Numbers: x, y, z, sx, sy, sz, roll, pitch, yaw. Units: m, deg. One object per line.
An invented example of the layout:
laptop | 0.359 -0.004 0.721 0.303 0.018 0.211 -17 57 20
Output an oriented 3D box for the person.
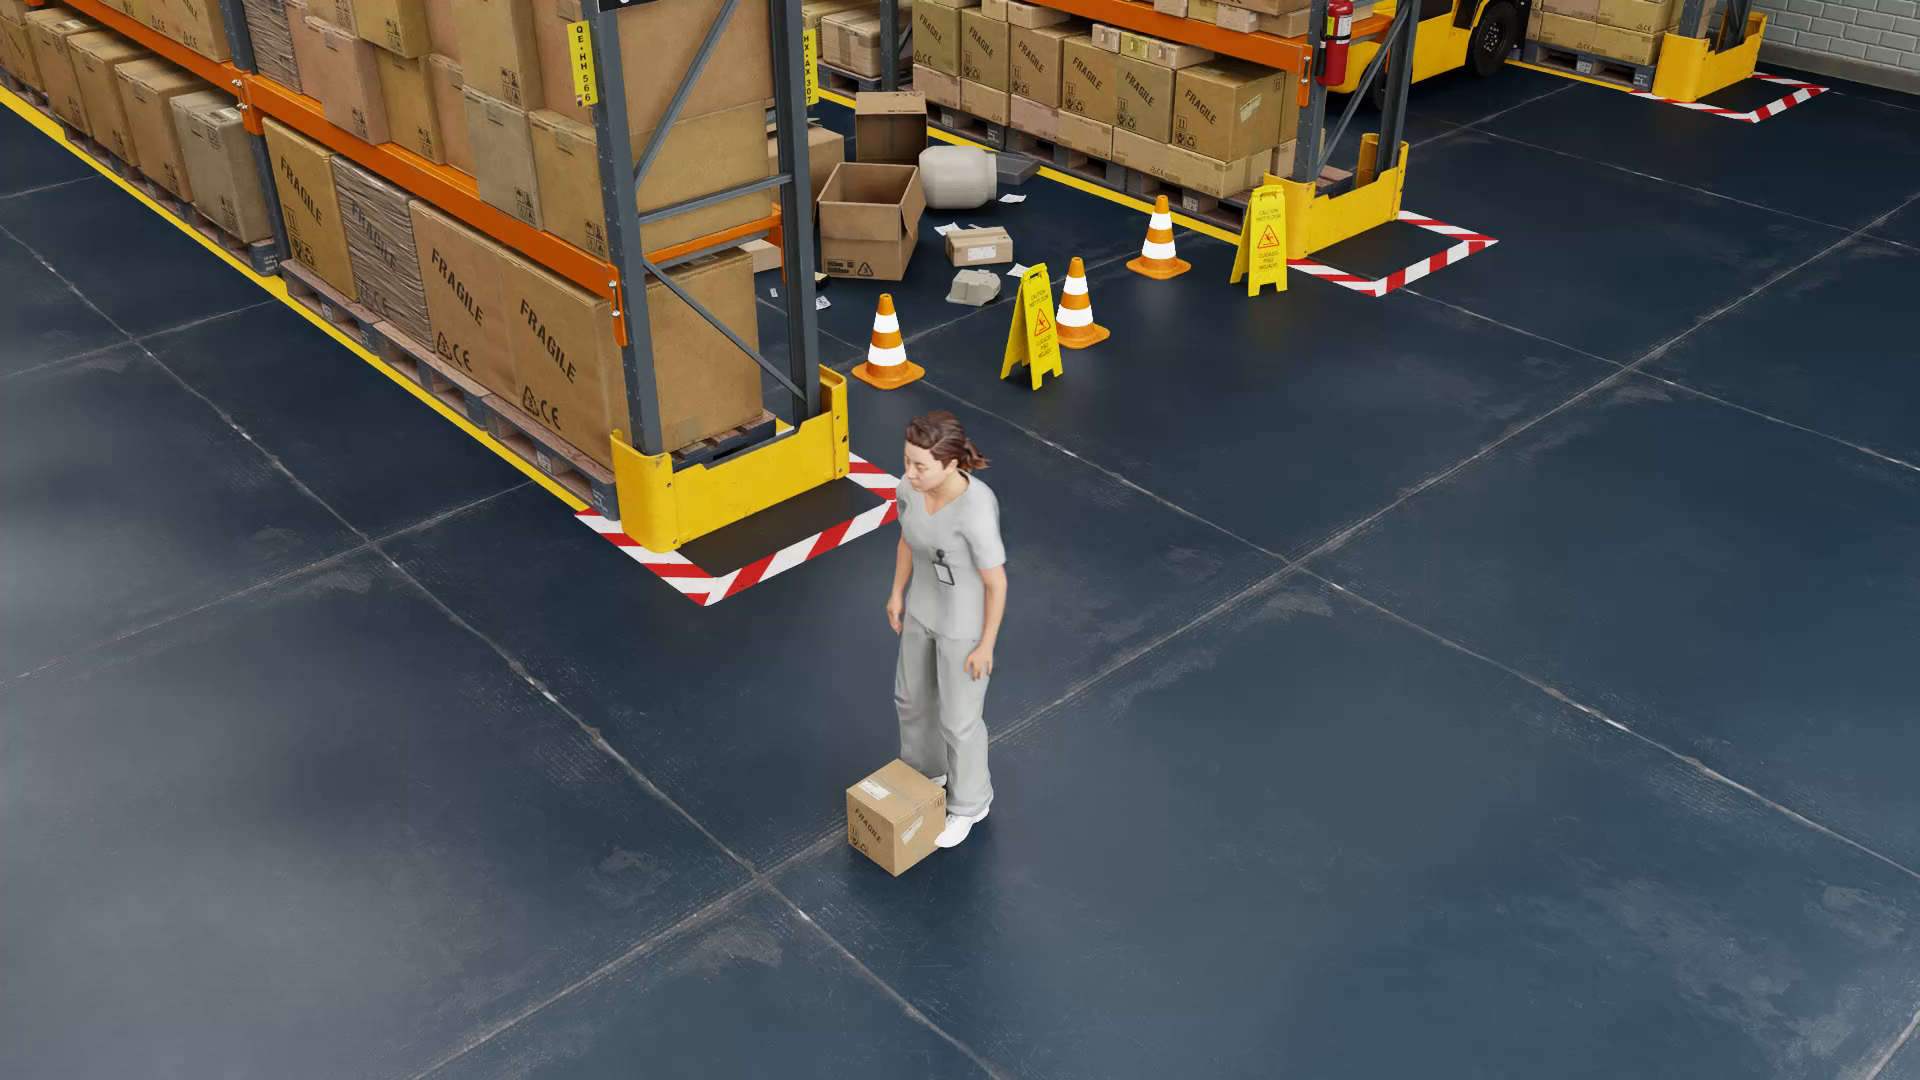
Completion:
person | -0.054 0.286 5.677 0.355 1.672 0.496 -27 41 -36
